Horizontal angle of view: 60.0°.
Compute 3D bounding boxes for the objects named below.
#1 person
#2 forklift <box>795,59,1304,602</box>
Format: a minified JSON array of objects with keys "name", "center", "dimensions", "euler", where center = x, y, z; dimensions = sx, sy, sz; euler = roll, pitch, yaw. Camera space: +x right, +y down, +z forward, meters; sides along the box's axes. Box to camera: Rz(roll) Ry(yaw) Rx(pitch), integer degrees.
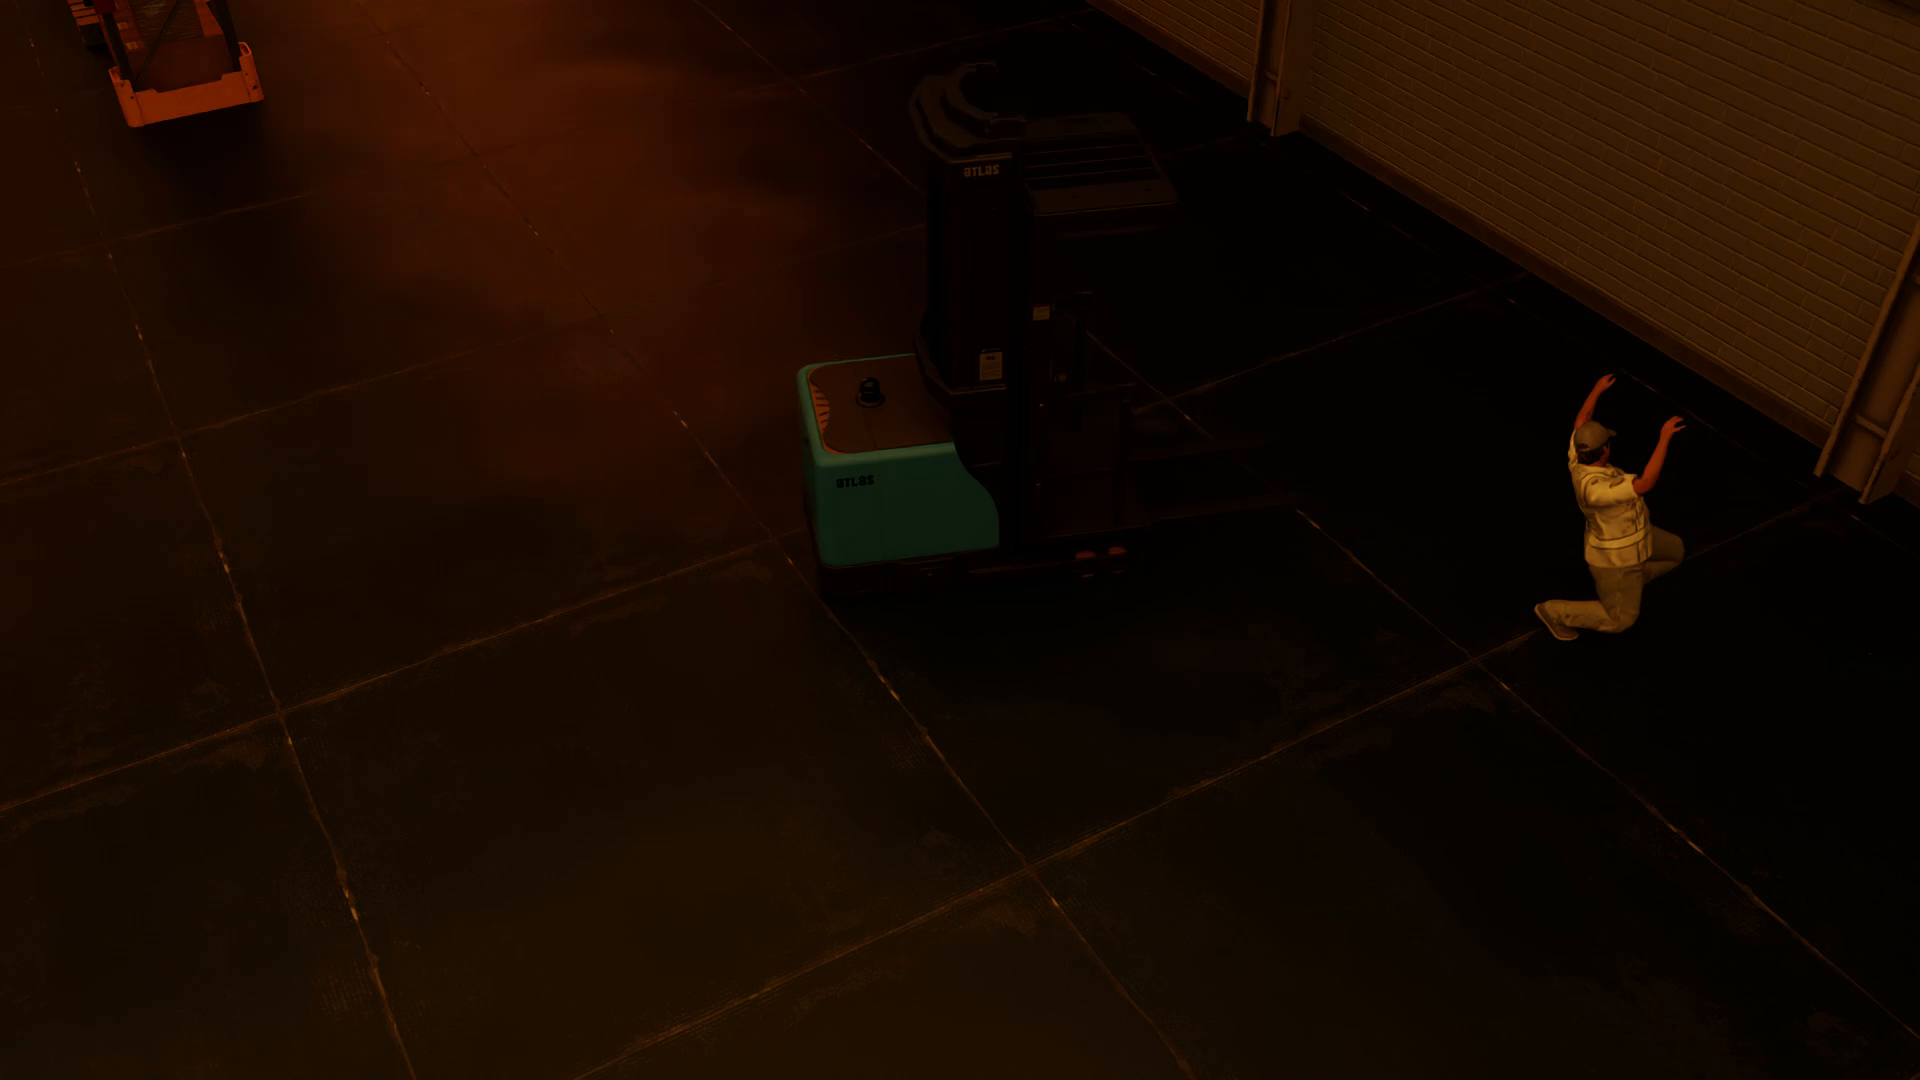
[{"name":"person","center":[3.746,-0.185,9.376],"dimensions":[0.782,1.569,1.026],"euler":[11,41,13]},{"name":"forklift","center":[0.577,-1.227,9.515],"dimensions":[3.031,2.935,1.130],"euler":[-7,40,-9]}]
